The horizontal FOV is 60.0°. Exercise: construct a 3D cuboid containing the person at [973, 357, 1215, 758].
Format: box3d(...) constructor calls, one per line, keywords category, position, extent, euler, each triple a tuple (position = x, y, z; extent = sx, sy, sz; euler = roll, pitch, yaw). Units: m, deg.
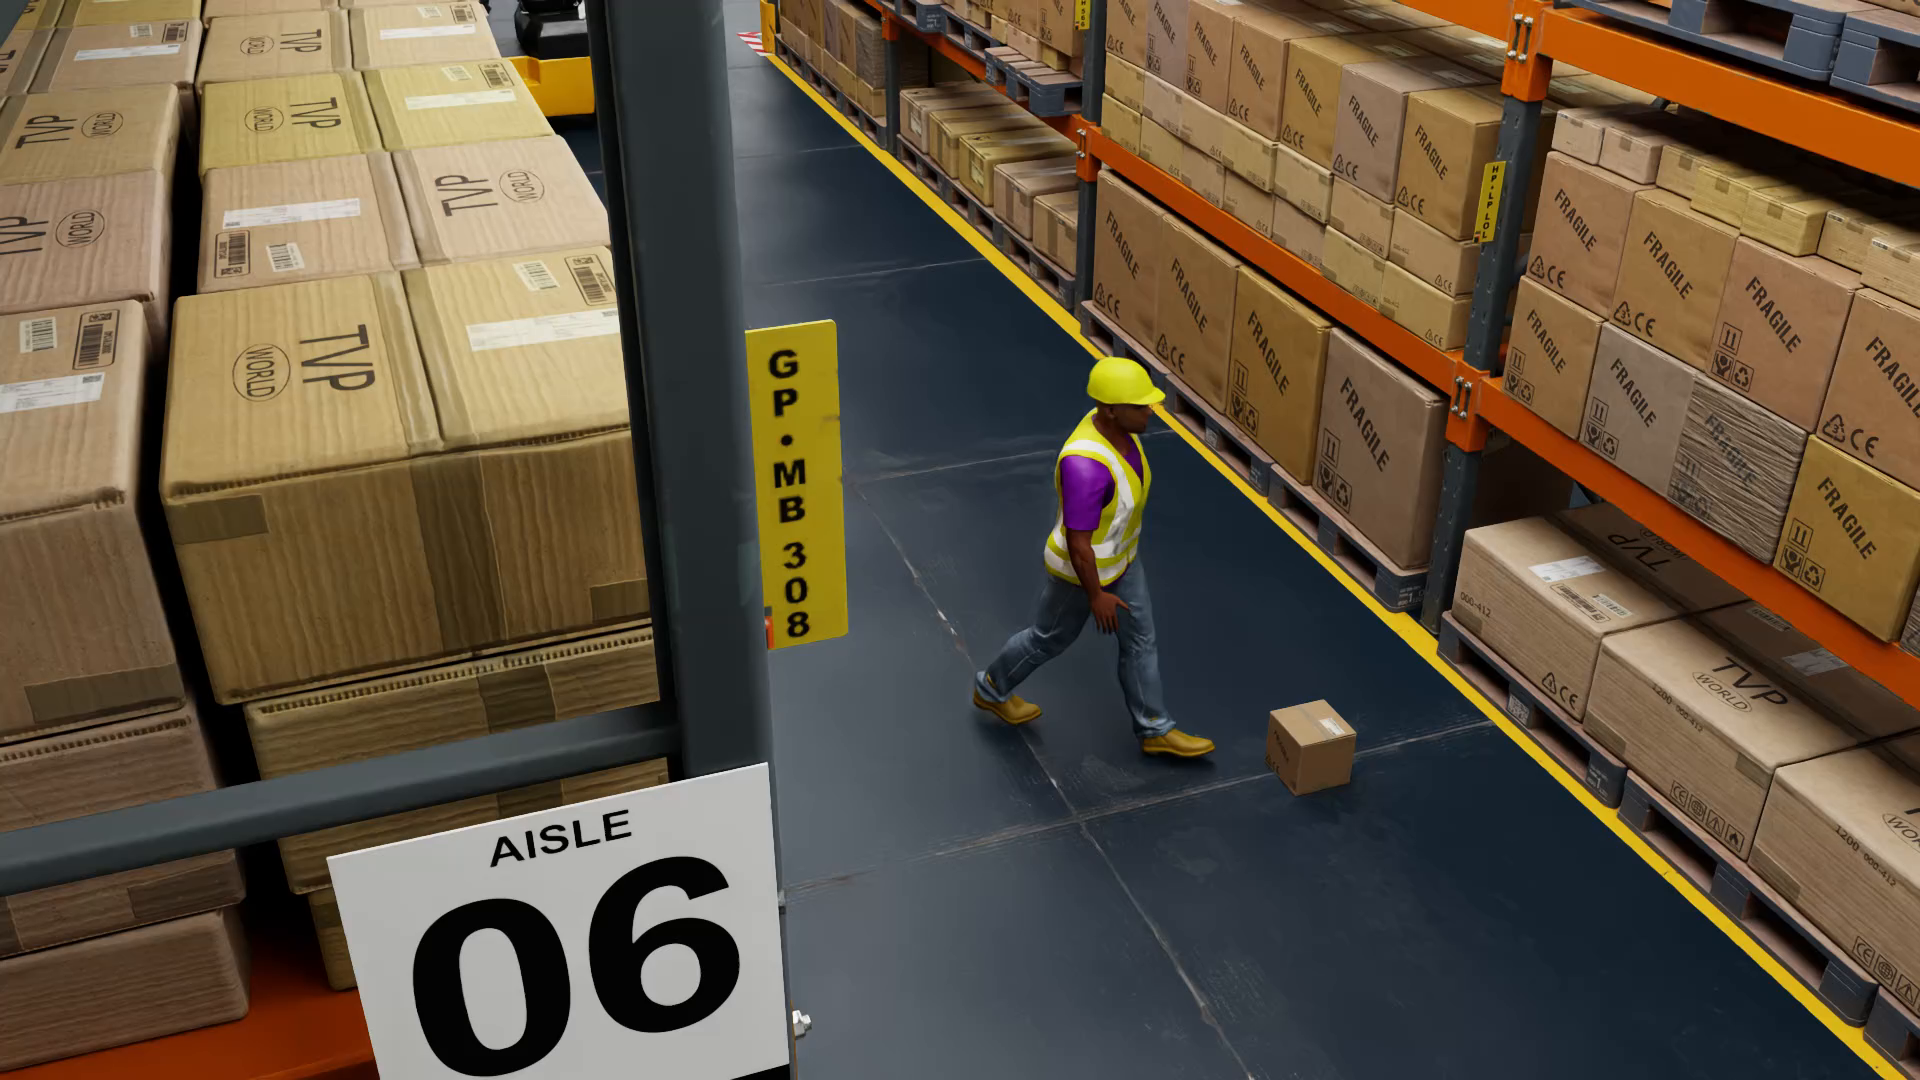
box3d(category="person", position=(0.527, 0.093, 6.463), extent=(1.028, 1.726, 0.555), euler=(15, 33, 25))
